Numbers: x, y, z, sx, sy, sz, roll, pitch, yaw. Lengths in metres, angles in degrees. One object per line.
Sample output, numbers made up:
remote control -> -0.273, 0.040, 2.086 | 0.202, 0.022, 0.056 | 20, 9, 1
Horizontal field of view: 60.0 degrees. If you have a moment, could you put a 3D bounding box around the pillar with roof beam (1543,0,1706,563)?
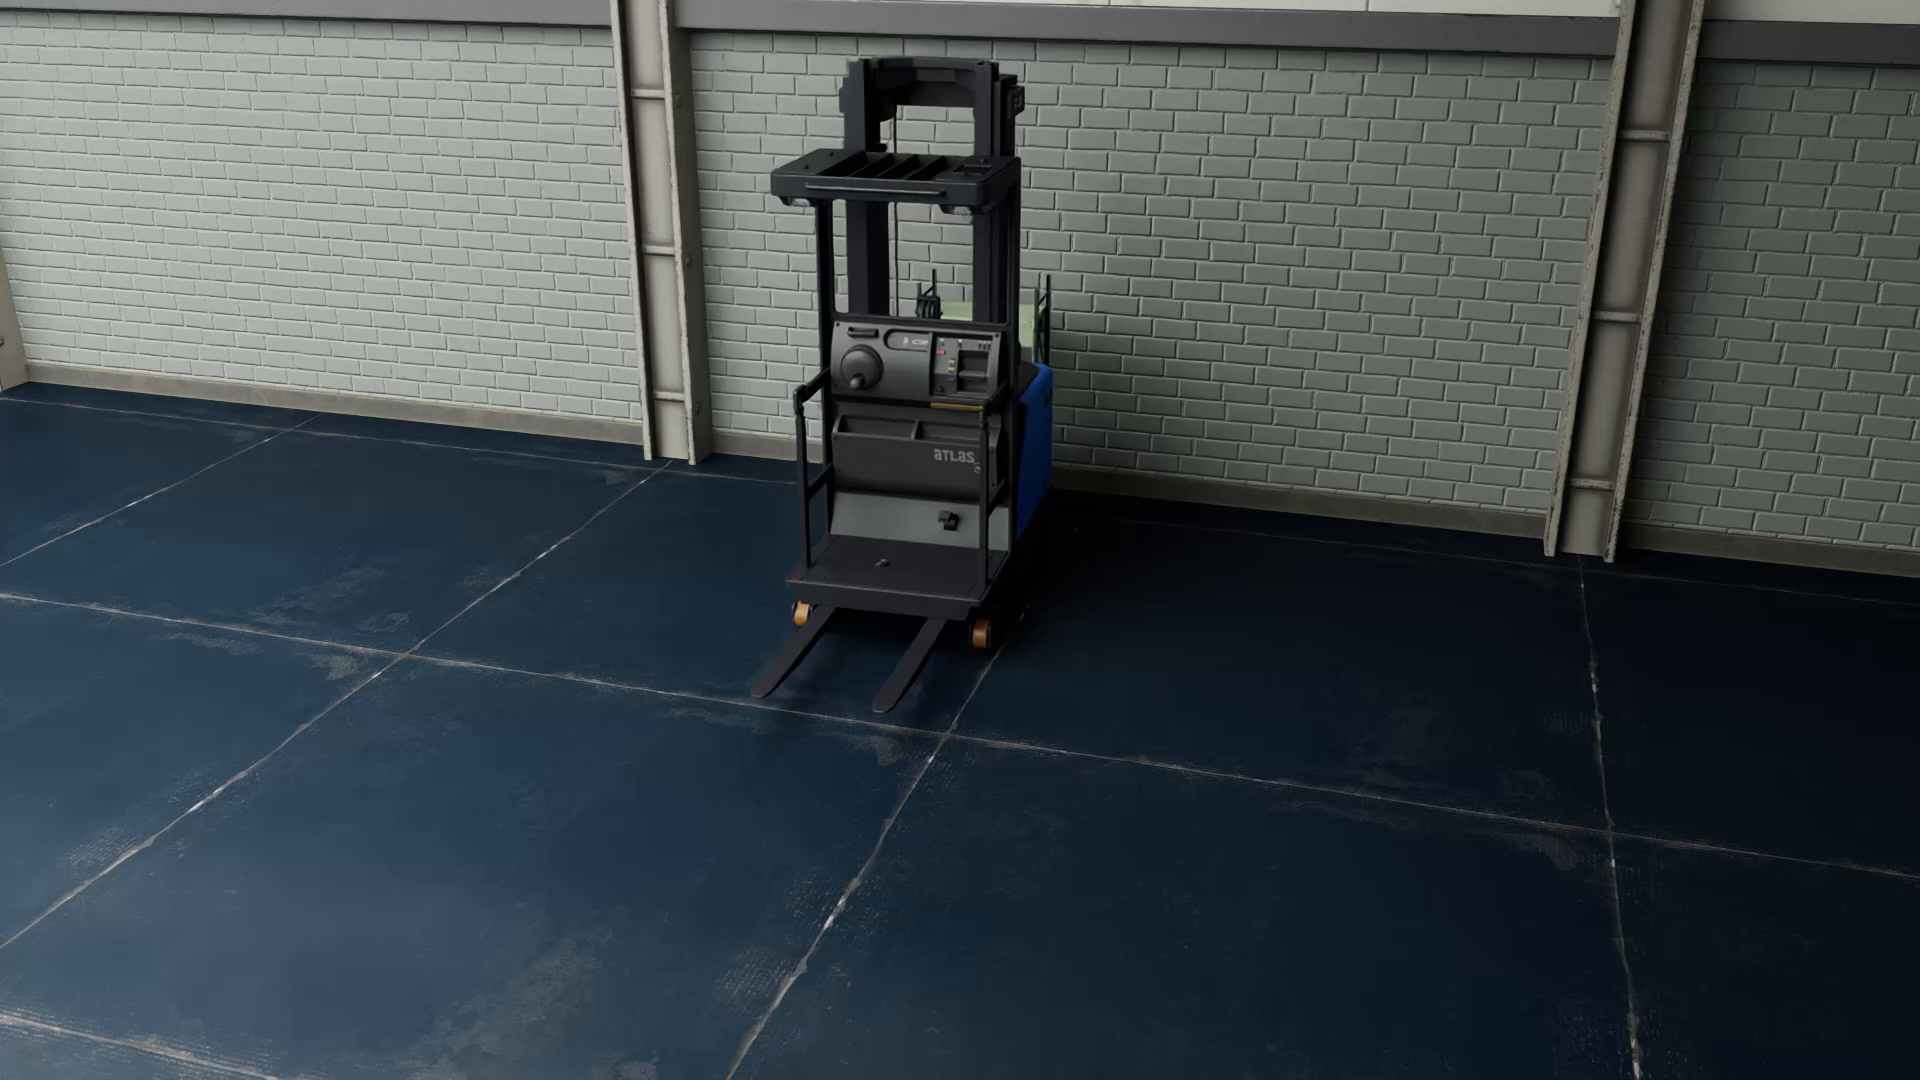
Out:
pillar with roof beam -> 2.522, -2.541, 4.606 | 0.400, 9.000, 9.100 | 7, 23, 16

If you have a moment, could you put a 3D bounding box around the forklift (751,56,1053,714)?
forklift -> -0.288, -0.935, 8.686 | 1.130, 2.935, 3.031 | 6, 23, 13

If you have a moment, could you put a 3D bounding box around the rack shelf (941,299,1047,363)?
rack shelf -> 0.153, -1.278, 10.381 | 0.720, 0.370, 0.431 | 5, 23, 13

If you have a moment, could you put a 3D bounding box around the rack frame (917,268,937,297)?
rack frame -> -0.202, -0.950, 10.611 | 0.023, 1.500, 0.400 | 5, 23, 13

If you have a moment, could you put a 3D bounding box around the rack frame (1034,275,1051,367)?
rack frame -> 0.508, -0.883, 10.447 | 0.023, 1.500, 0.400 | 5, 23, 13

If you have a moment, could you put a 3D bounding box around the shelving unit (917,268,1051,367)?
shelving unit -> 0.153, -0.917, 10.529 | 0.755, 1.500, 0.431 | 5, 23, 13

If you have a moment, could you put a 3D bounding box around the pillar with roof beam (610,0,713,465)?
pillar with roof beam -> -3.222, -3.198, 6.209 | 0.400, 9.000, 9.100 | 7, 23, 16

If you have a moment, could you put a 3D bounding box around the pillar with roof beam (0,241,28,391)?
pillar with roof beam -> -8.966, -3.856, 7.813 | 0.400, 9.000, 9.100 | 7, 23, 16
